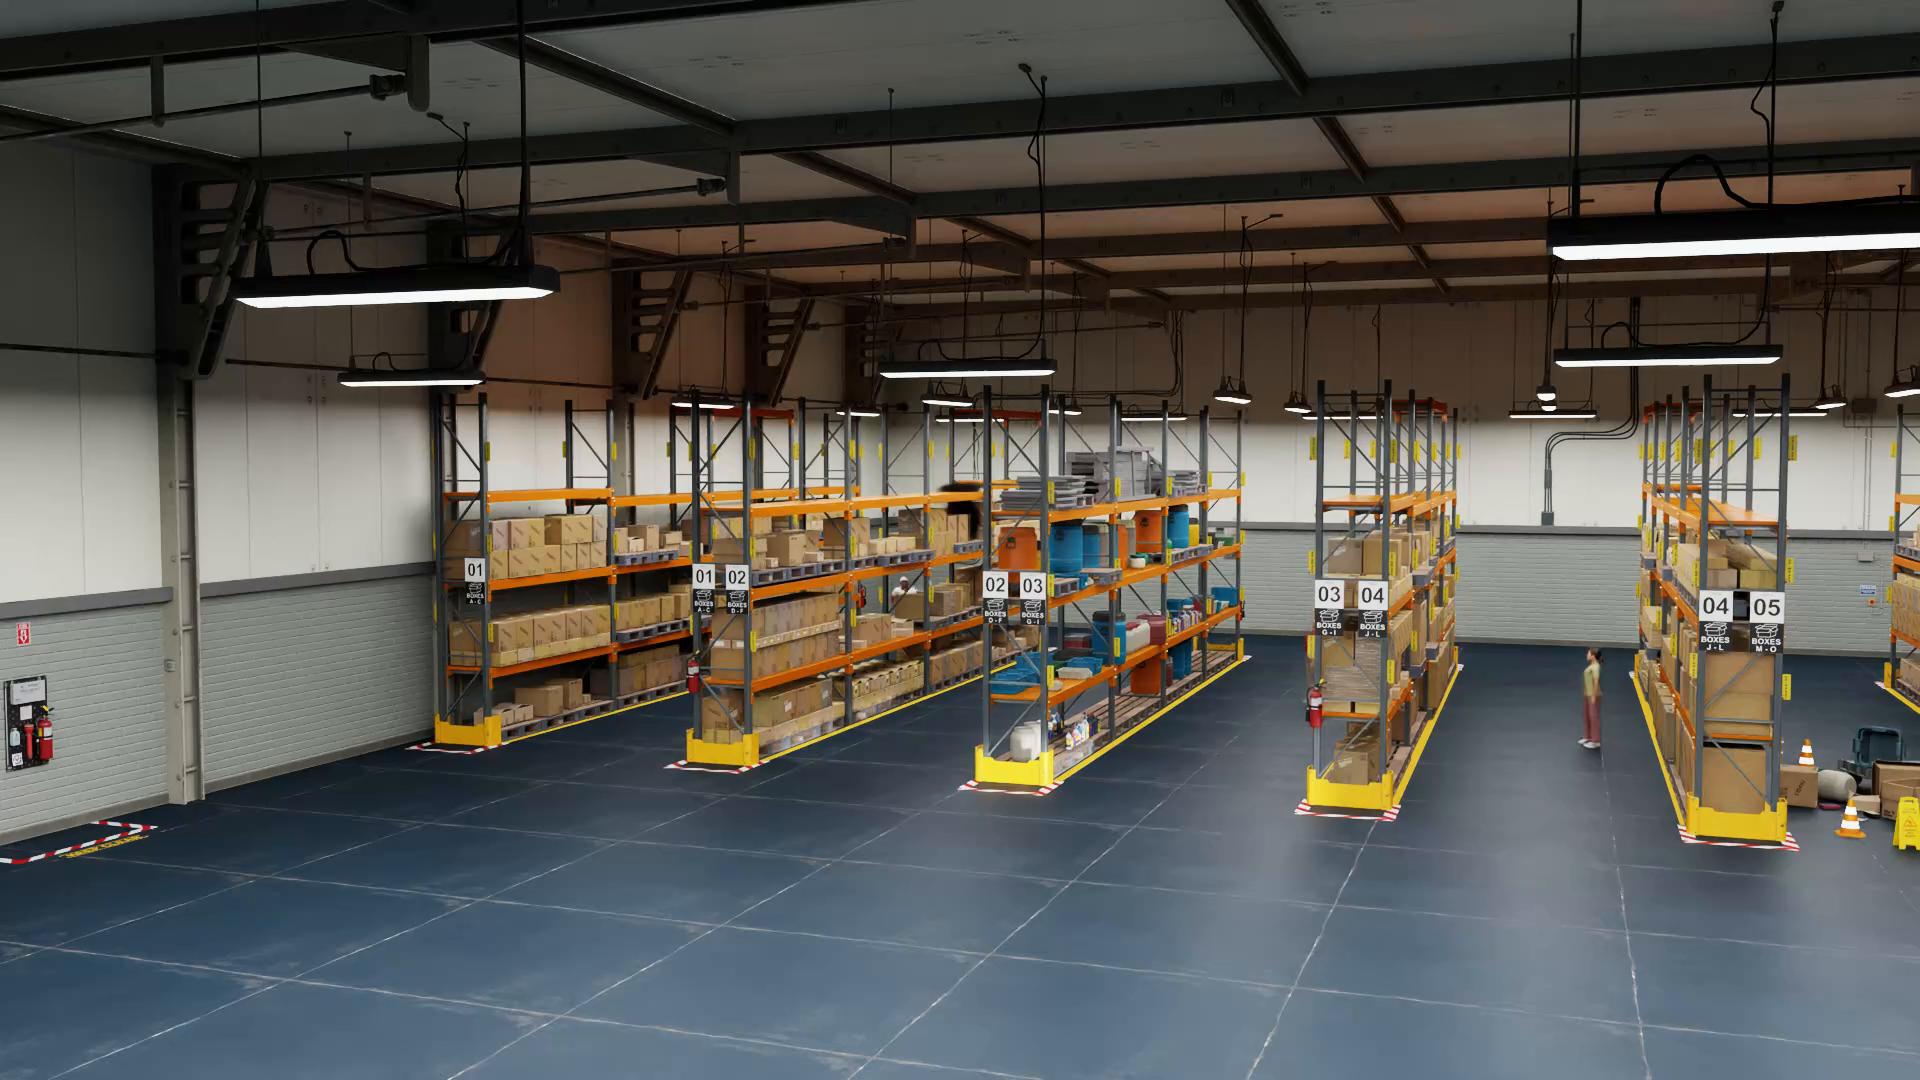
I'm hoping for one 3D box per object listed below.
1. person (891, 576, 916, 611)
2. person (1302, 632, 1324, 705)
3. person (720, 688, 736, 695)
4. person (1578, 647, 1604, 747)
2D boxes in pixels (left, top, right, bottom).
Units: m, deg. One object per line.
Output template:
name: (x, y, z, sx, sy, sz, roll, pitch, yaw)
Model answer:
person: (-1.426, 1.778, 41.505, 0.763, 1.737, 1.016, 1, 3, 19)
person: (7.027, 2.386, 32.889, 0.469, 1.720, 0.587, 0, 3, -4)
person: (-4.575, 2.460, 32.749, 0.347, 1.752, 0.534, 1, 3, 22)
person: (10.716, 2.658, 28.210, 0.369, 1.677, 0.480, 0, 3, 1)
